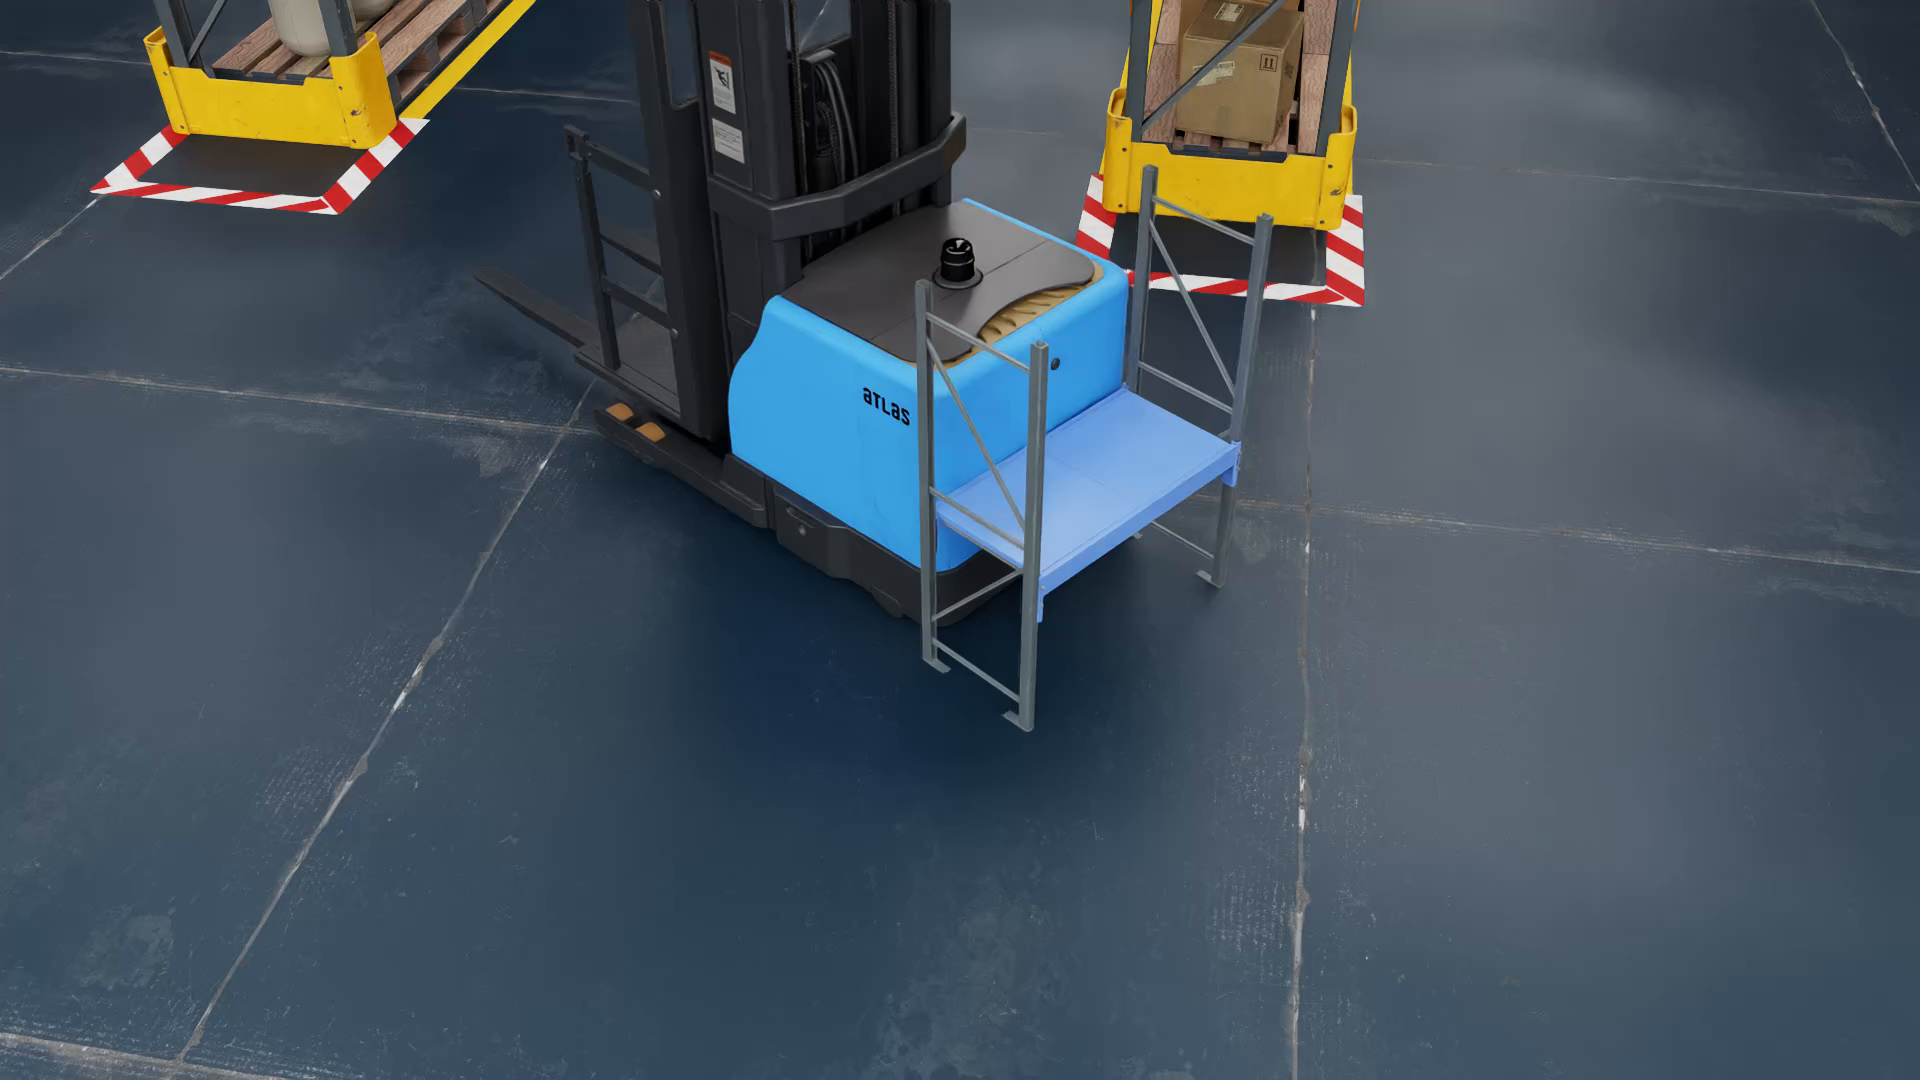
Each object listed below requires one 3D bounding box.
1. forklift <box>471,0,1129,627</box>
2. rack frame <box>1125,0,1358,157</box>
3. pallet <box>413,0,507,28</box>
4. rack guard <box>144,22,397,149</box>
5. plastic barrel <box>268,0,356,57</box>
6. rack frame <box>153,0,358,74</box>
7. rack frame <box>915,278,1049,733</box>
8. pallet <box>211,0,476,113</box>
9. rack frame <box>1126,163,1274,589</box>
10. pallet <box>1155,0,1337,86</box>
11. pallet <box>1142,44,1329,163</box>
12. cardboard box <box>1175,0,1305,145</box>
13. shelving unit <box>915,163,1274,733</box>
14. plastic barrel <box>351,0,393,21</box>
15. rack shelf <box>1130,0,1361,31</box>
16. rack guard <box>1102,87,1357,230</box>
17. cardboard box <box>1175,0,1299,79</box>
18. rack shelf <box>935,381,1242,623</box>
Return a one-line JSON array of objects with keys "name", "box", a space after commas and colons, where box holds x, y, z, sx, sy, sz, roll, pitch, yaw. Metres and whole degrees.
[{"name": "forklift", "box": [-0.825, -1.645, 5.940, 3.031, 2.935, 1.130, 31, 48, 32]}, {"name": "rack frame", "box": [1.287, -2.777, 7.255, 1.000, 3.000, 0.127, 6, 40, 8]}, {"name": "pallet", "box": [-3.266, -3.574, 10.407, 1.003, 0.211, 1.213, 6, 40, 8]}, {"name": "rack guard", "box": [-3.625, -2.412, 8.776, 1.175, 0.500, 0.348, 6, 40, 8]}, {"name": "plastic barrel", "box": [-3.553, -2.947, 9.084, 0.421, 0.512, 0.421, 0, 40, 0]}, {"name": "rack frame", "box": [-3.592, -3.323, 7.915, 1.000, 3.000, 0.127, 6, 40, 8]}, {"name": "rack frame", "box": [0.057, -0.061, 5.146, 0.500, 1.500, 0.032, 32, 49, 33]}, {"name": "pallet", "box": [-3.479, -2.810, 9.484, 1.003, 0.211, 1.213, 6, 40, 8]}, {"name": "rack frame", "box": [0.775, -0.519, 5.701, 0.500, 1.500, 0.032, 32, 49, 33]}, {"name": "pallet", "box": [1.688, -3.019, 9.736, 1.003, 0.211, 1.213, 6, 40, 8]}, {"name": "pallet", "box": [1.475, -2.256, 8.813, 1.003, 0.211, 1.213, 6, 40, 8]}, {"name": "cardboard box", "box": [1.411, -2.365, 8.389, 0.500, 0.500, 0.500, 14, 41, 16]}, {"name": "shelving unit", "box": [0.416, -0.290, 5.423, 0.538, 1.500, 1.048, 32, 49, 33]}, {"name": "plastic barrel", "box": [-3.466, -3.262, 9.464, 0.421, 0.512, 0.421, 0, 40, 0]}, {"name": "rack shelf", "box": [1.633, -3.755, 9.002, 1.077, 0.370, 4.000, 6, 40, 8]}, {"name": "rack guard", "box": [1.300, -1.861, 8.109, 1.175, 0.500, 0.348, 6, 40, 8]}, {"name": "cardboard box", "box": [1.481, -2.744, 8.847, 0.500, 0.500, 0.500, 17, 42, 19]}, {"name": "rack shelf", "box": [0.416, -0.151, 5.538, 0.538, 0.185, 1.000, 32, 49, 33]}]
